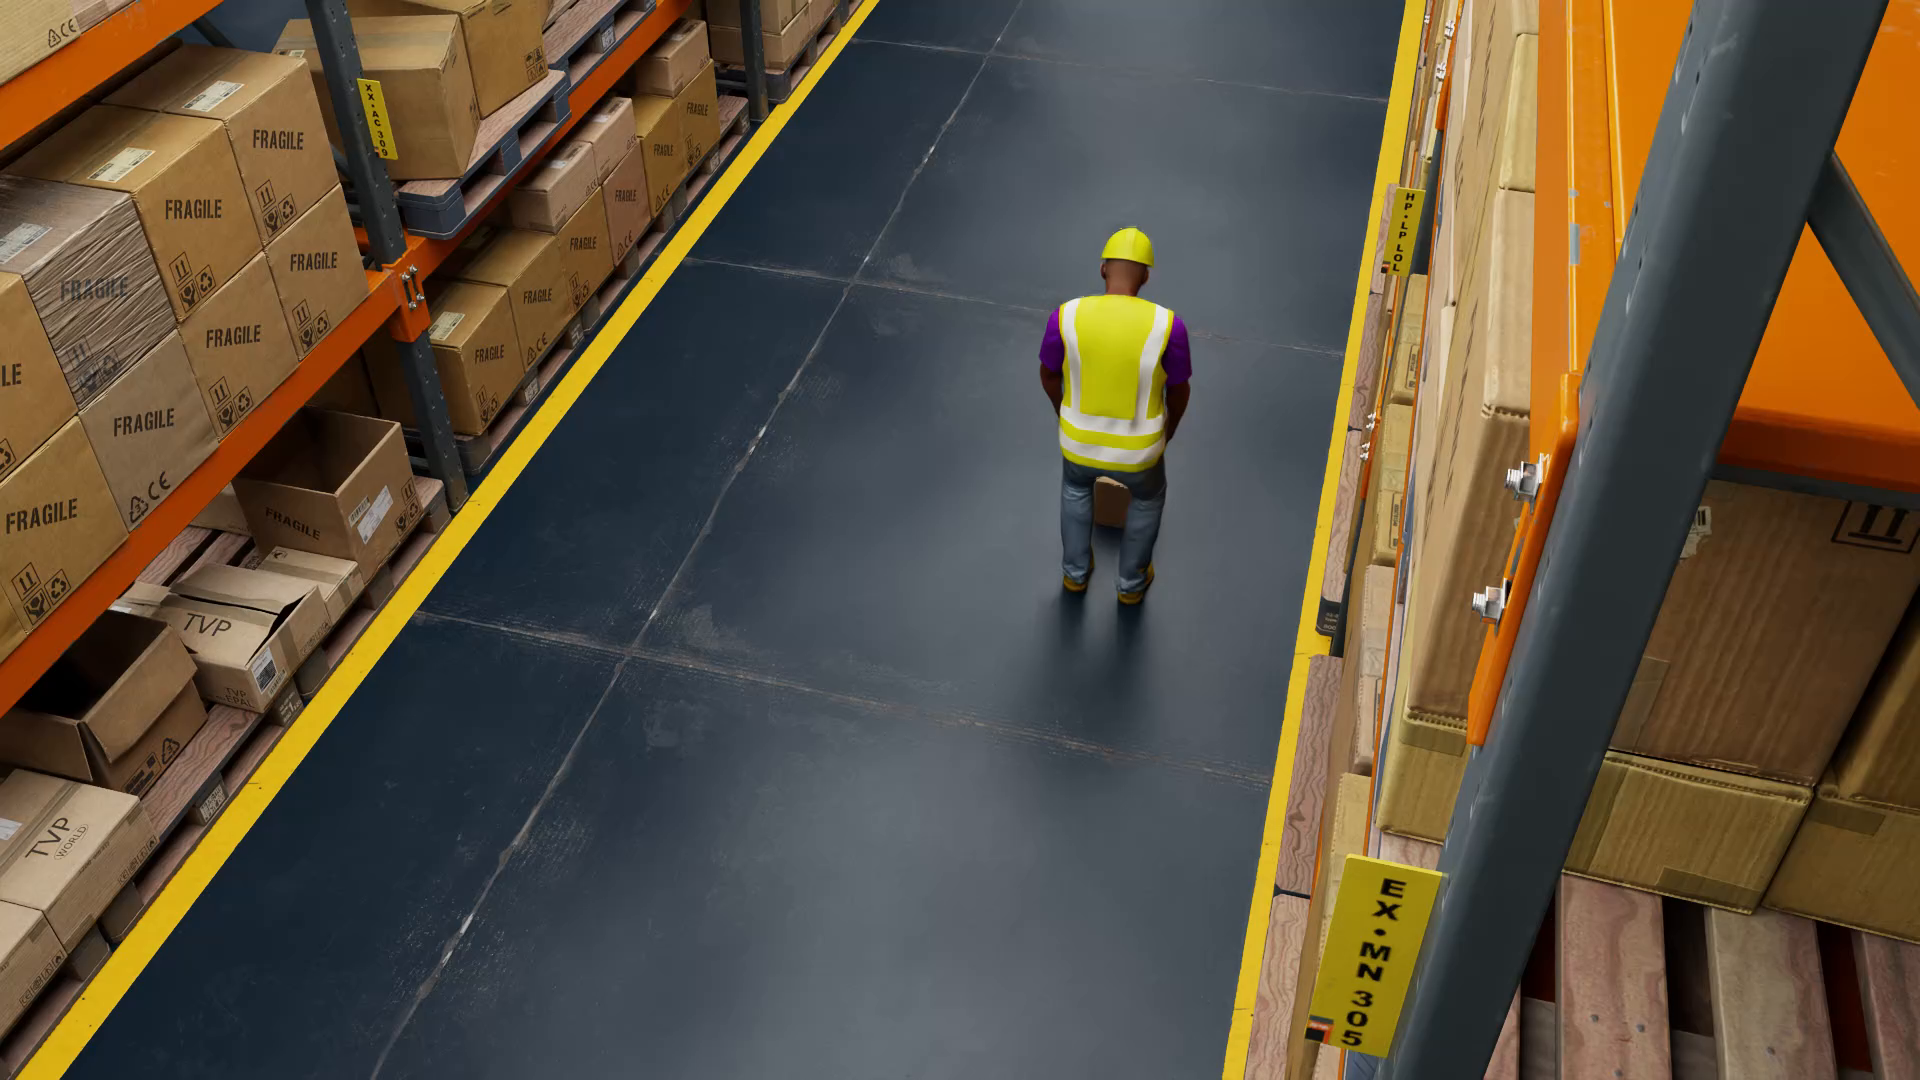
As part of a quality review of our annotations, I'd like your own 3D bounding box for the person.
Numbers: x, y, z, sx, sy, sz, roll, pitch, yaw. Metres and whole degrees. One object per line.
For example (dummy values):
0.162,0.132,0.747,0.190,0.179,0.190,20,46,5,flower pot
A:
0.612,-0.468,6.786,0.613,1.633,0.576,11,42,12,person
